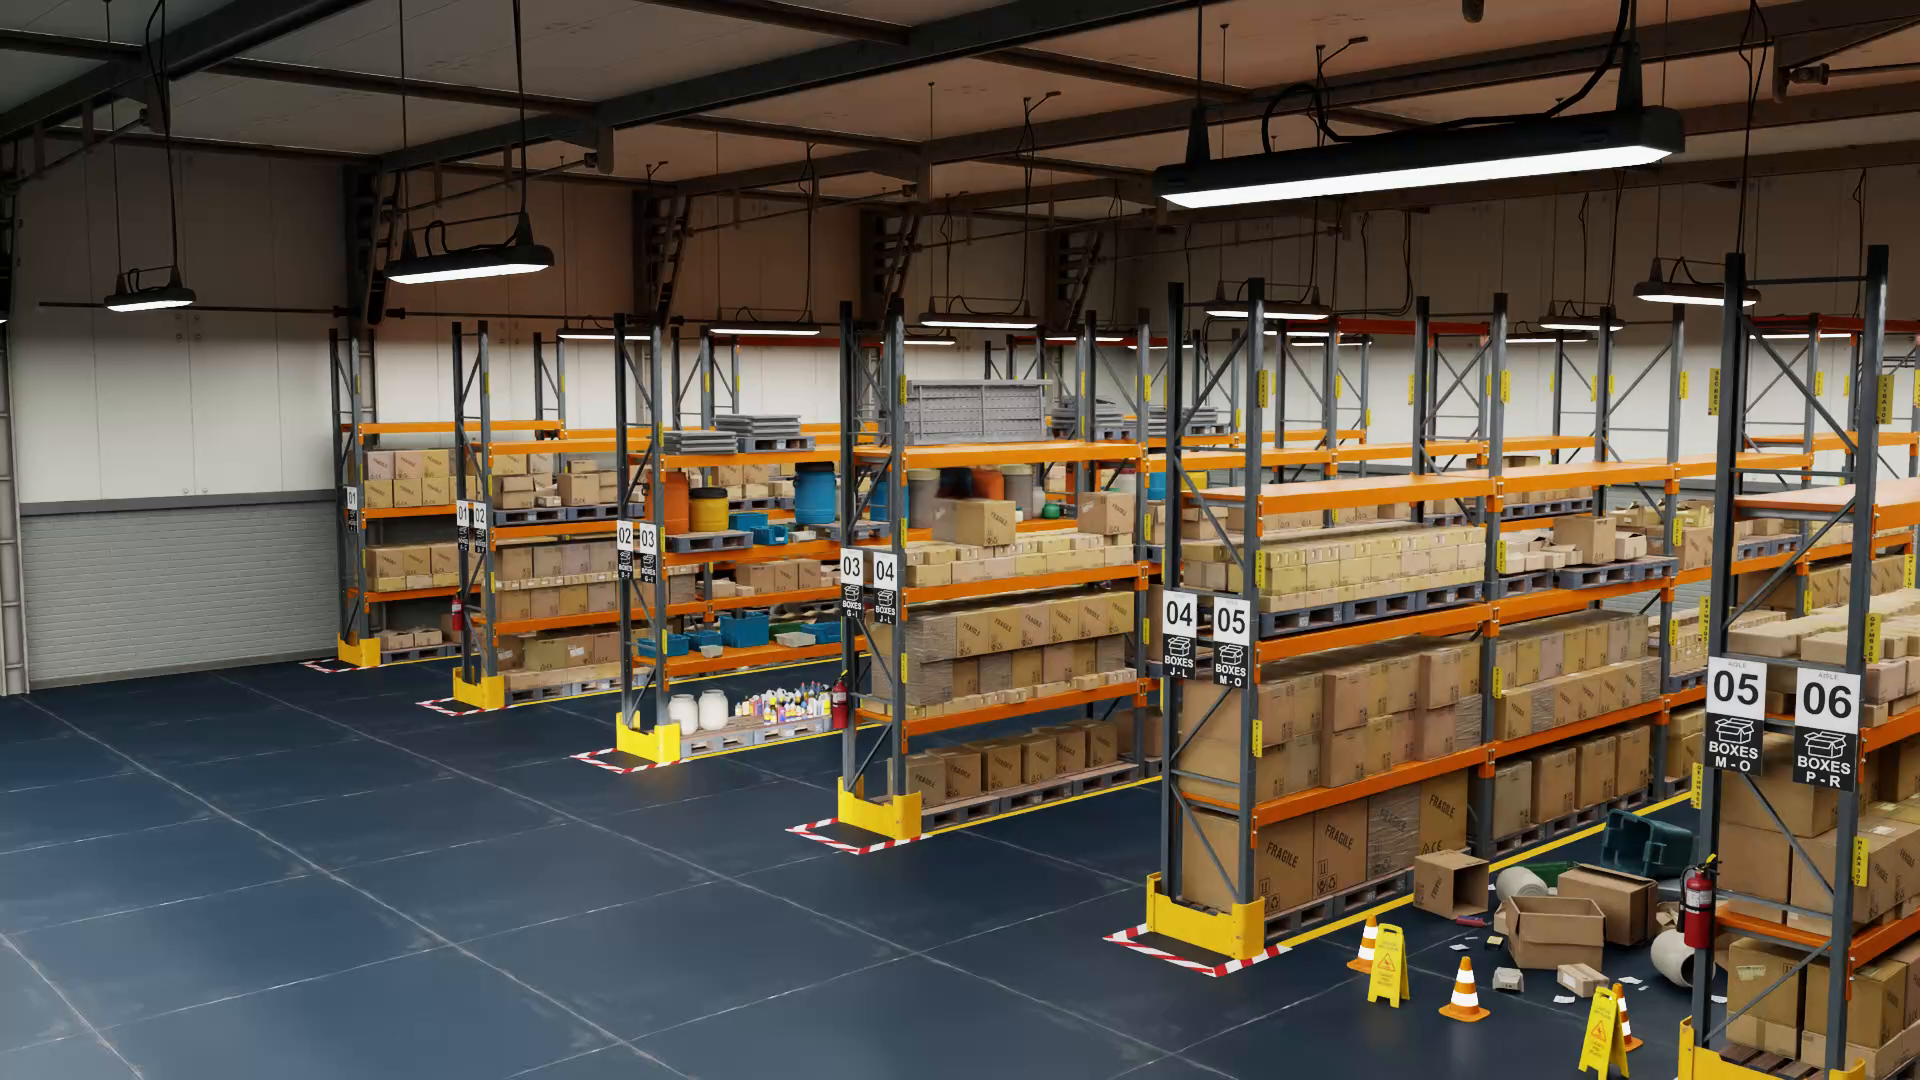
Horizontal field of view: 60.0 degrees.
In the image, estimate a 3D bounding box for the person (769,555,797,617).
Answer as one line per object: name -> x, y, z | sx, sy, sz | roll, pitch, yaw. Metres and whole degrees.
person -> -3.446, 1.103, 32.349 | 1.060, 1.707, 0.693 | -5, 8, -44
